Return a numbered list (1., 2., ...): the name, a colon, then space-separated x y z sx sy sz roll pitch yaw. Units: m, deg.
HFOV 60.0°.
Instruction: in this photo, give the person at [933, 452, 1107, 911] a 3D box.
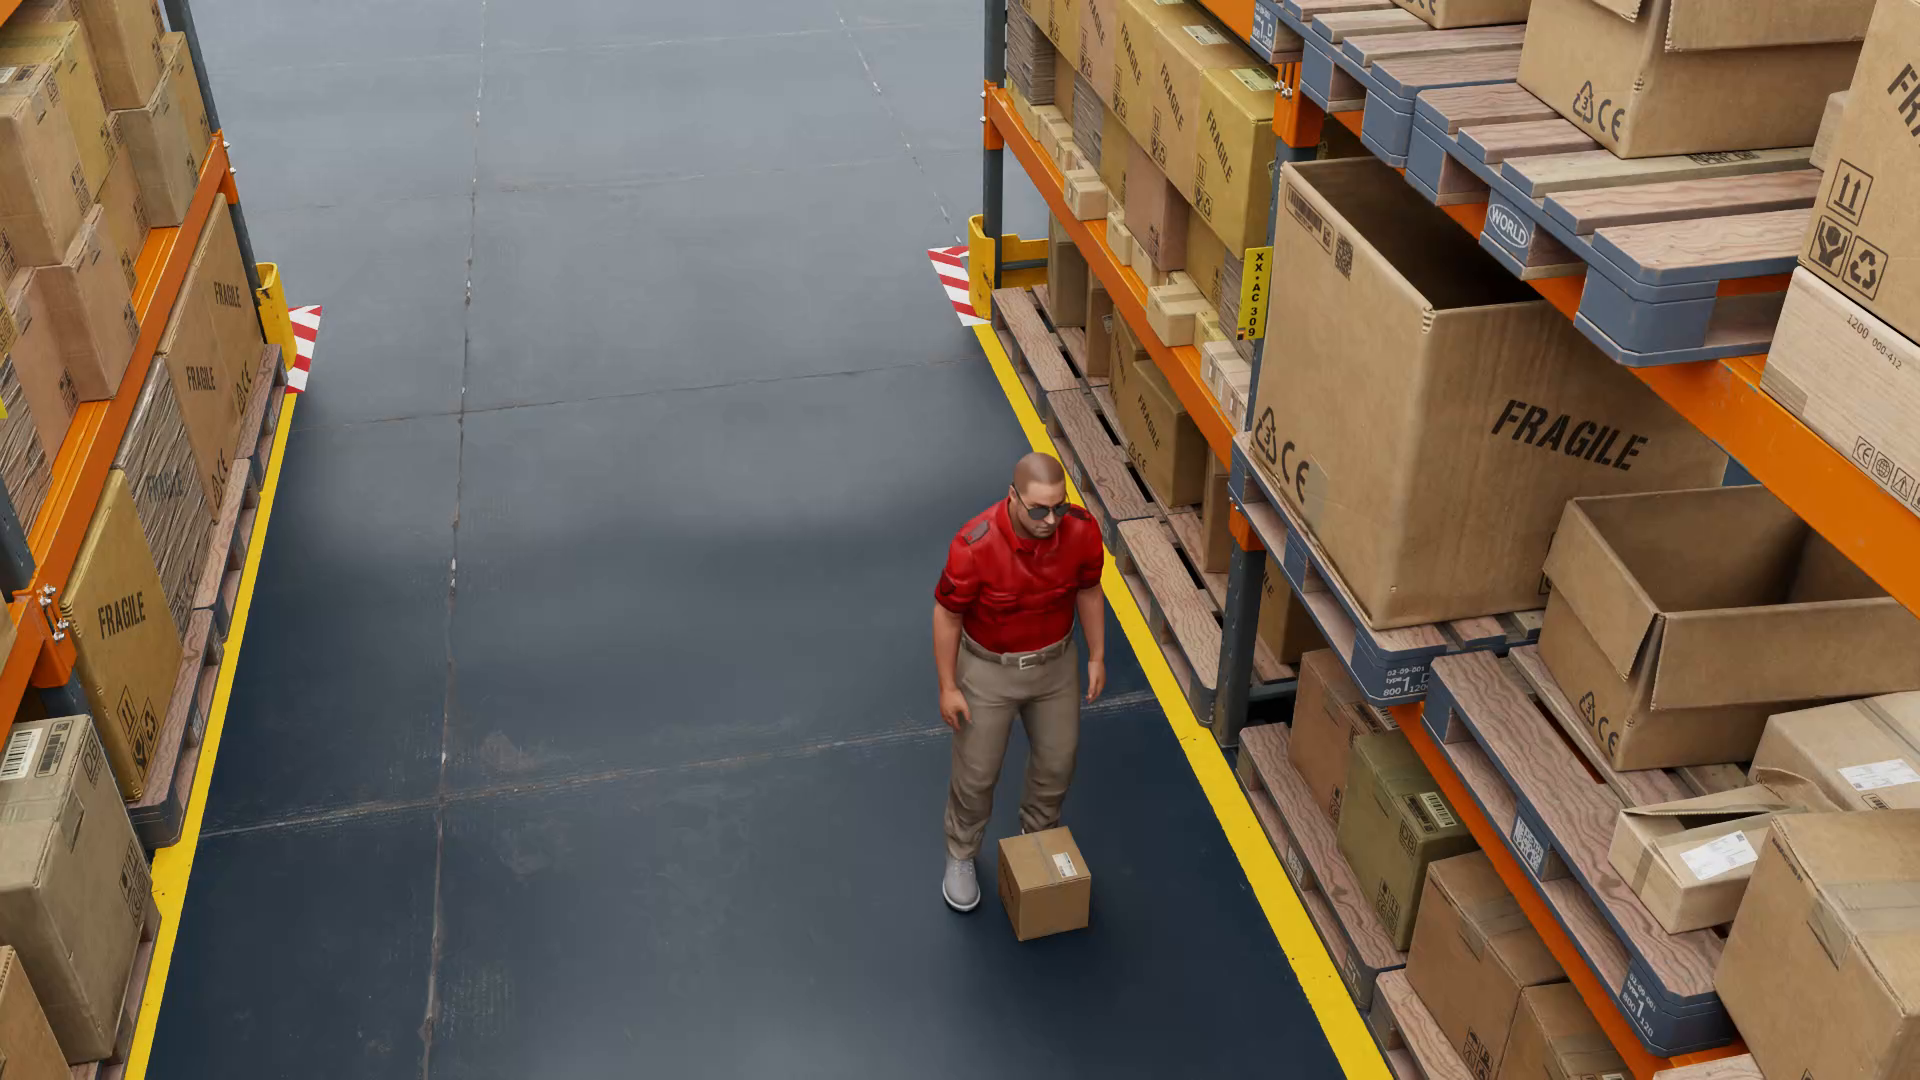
1. person: 0.199 0.440 5.506 0.602 1.727 0.386 -10 36 -15
